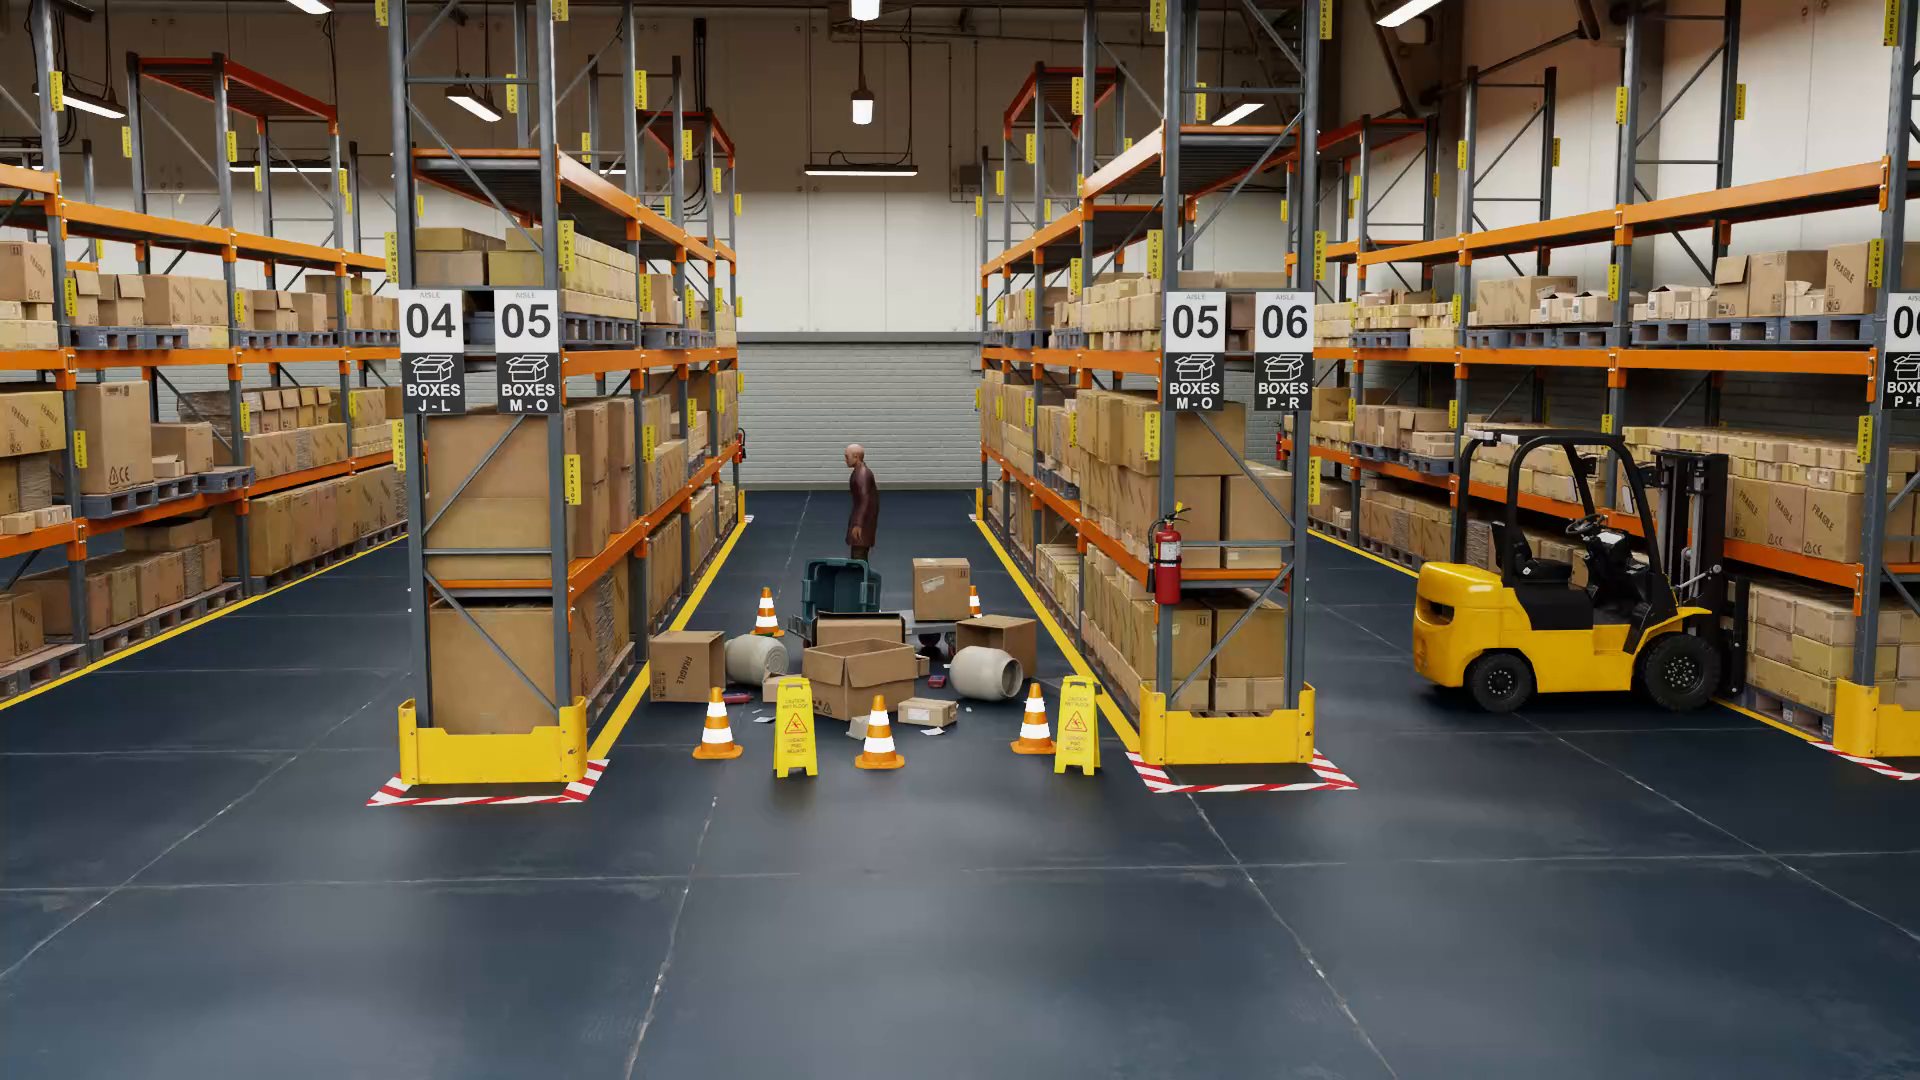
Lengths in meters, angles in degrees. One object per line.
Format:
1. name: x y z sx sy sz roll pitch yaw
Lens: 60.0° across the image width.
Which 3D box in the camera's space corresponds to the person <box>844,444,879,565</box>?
1. person: -1.093 -0.149 18.207 0.419 1.740 0.645 0 7 -4
